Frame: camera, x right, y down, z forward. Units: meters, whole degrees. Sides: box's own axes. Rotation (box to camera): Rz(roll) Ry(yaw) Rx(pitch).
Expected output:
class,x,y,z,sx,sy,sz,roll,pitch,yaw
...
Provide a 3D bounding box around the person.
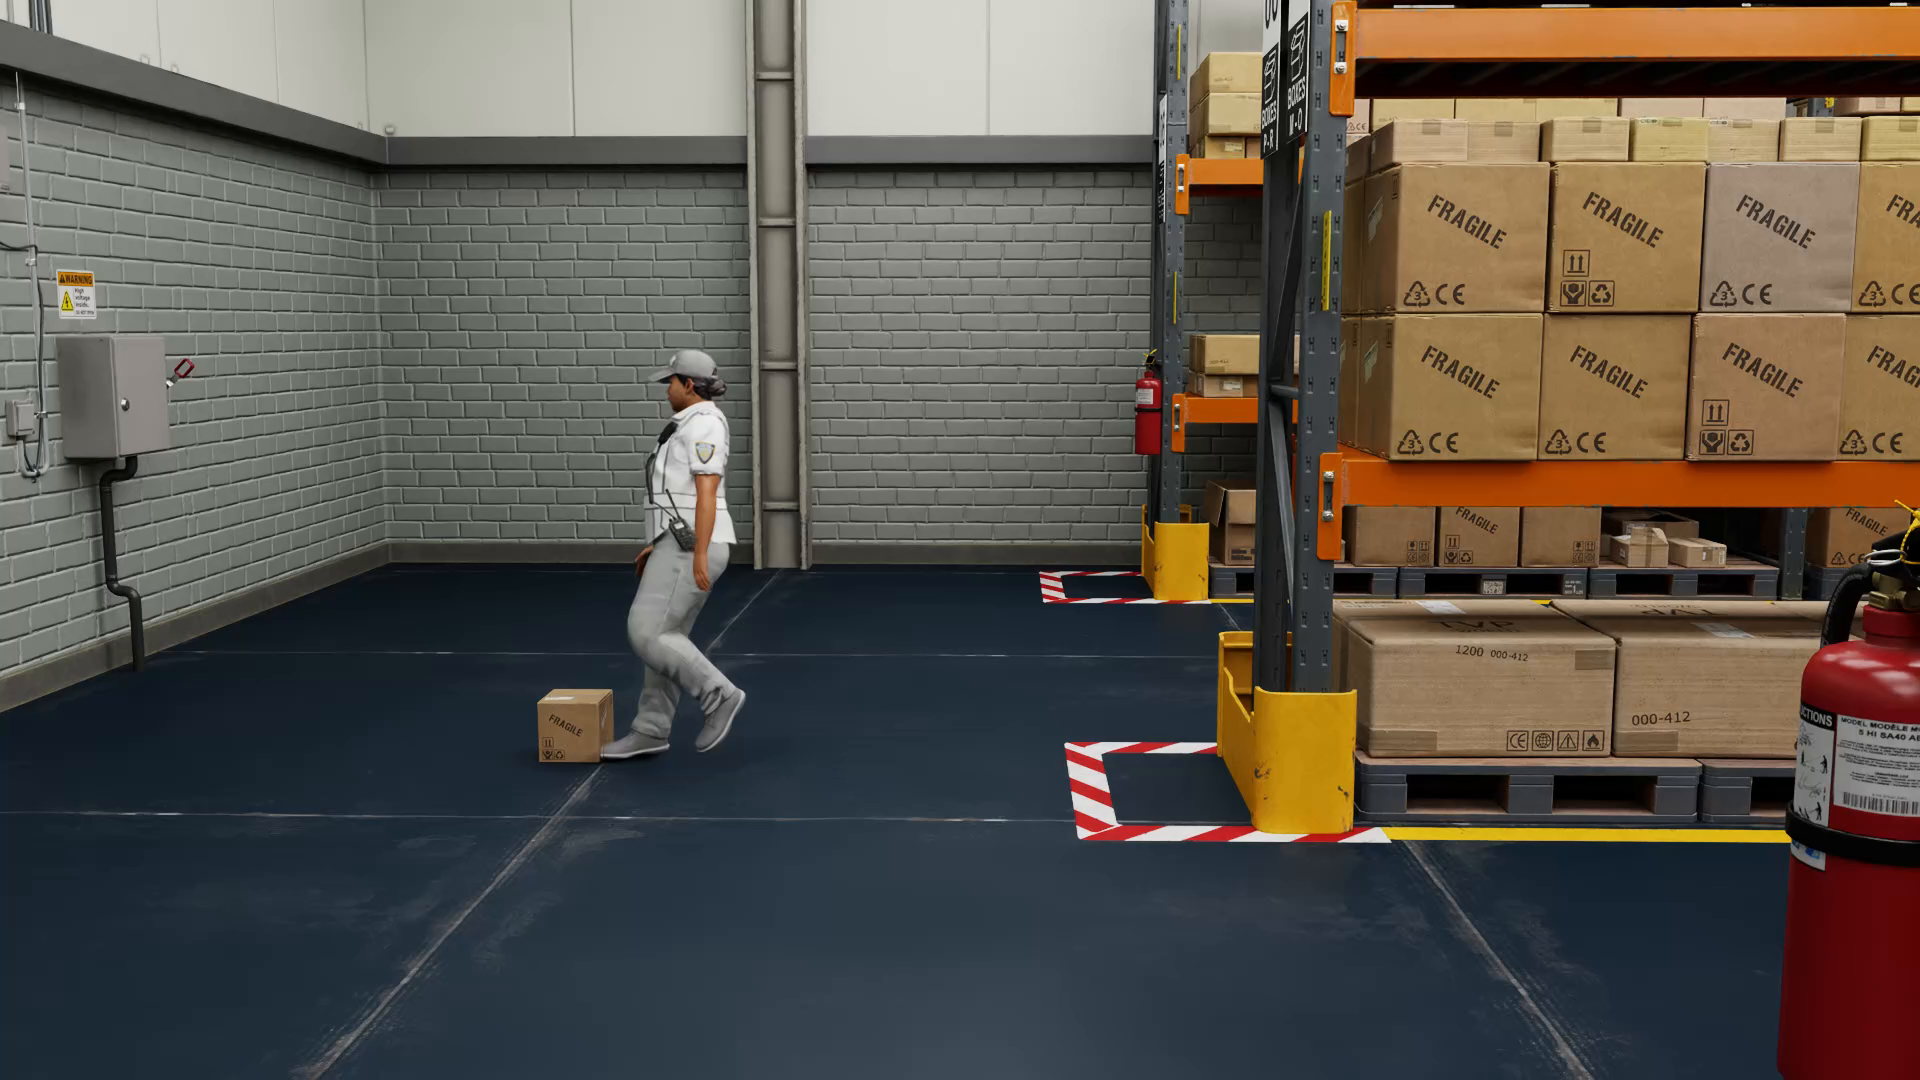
class,x,y,z,sx,sy,sz,roll,pitch,yaw
person,-1.197,0.061,6.745,0.598,1.658,0.556,-1,7,-10
